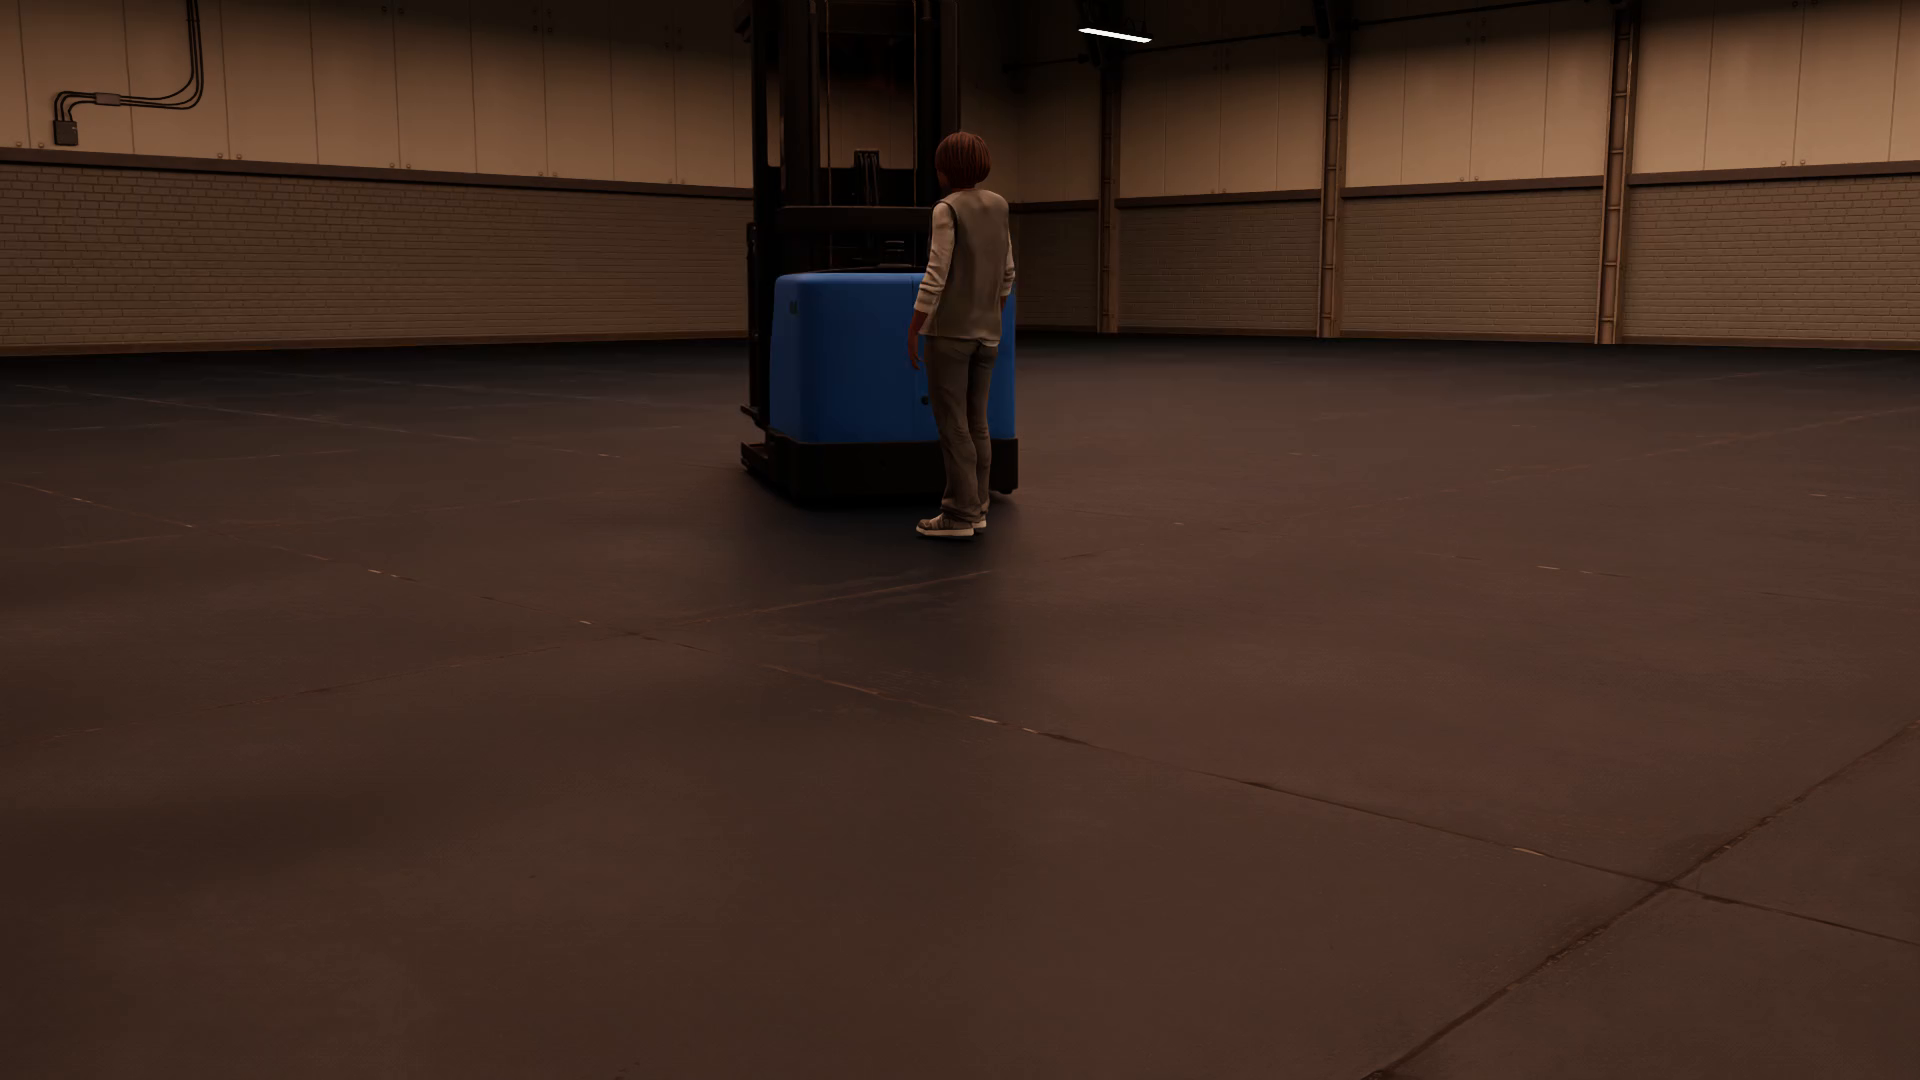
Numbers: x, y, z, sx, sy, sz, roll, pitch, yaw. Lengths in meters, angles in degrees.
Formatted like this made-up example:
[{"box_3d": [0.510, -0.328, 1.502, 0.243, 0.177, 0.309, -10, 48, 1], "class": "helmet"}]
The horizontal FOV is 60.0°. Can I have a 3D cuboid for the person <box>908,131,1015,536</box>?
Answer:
[{"box_3d": [-0.043, -0.806, 6.658, 0.474, 1.598, 0.519, 8, 12, 43], "class": "person"}]

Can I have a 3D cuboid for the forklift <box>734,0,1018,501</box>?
[{"box_3d": [-0.594, -1.811, 8.900, 1.130, 2.935, 3.031, -2, 9, -15], "class": "forklift"}]
